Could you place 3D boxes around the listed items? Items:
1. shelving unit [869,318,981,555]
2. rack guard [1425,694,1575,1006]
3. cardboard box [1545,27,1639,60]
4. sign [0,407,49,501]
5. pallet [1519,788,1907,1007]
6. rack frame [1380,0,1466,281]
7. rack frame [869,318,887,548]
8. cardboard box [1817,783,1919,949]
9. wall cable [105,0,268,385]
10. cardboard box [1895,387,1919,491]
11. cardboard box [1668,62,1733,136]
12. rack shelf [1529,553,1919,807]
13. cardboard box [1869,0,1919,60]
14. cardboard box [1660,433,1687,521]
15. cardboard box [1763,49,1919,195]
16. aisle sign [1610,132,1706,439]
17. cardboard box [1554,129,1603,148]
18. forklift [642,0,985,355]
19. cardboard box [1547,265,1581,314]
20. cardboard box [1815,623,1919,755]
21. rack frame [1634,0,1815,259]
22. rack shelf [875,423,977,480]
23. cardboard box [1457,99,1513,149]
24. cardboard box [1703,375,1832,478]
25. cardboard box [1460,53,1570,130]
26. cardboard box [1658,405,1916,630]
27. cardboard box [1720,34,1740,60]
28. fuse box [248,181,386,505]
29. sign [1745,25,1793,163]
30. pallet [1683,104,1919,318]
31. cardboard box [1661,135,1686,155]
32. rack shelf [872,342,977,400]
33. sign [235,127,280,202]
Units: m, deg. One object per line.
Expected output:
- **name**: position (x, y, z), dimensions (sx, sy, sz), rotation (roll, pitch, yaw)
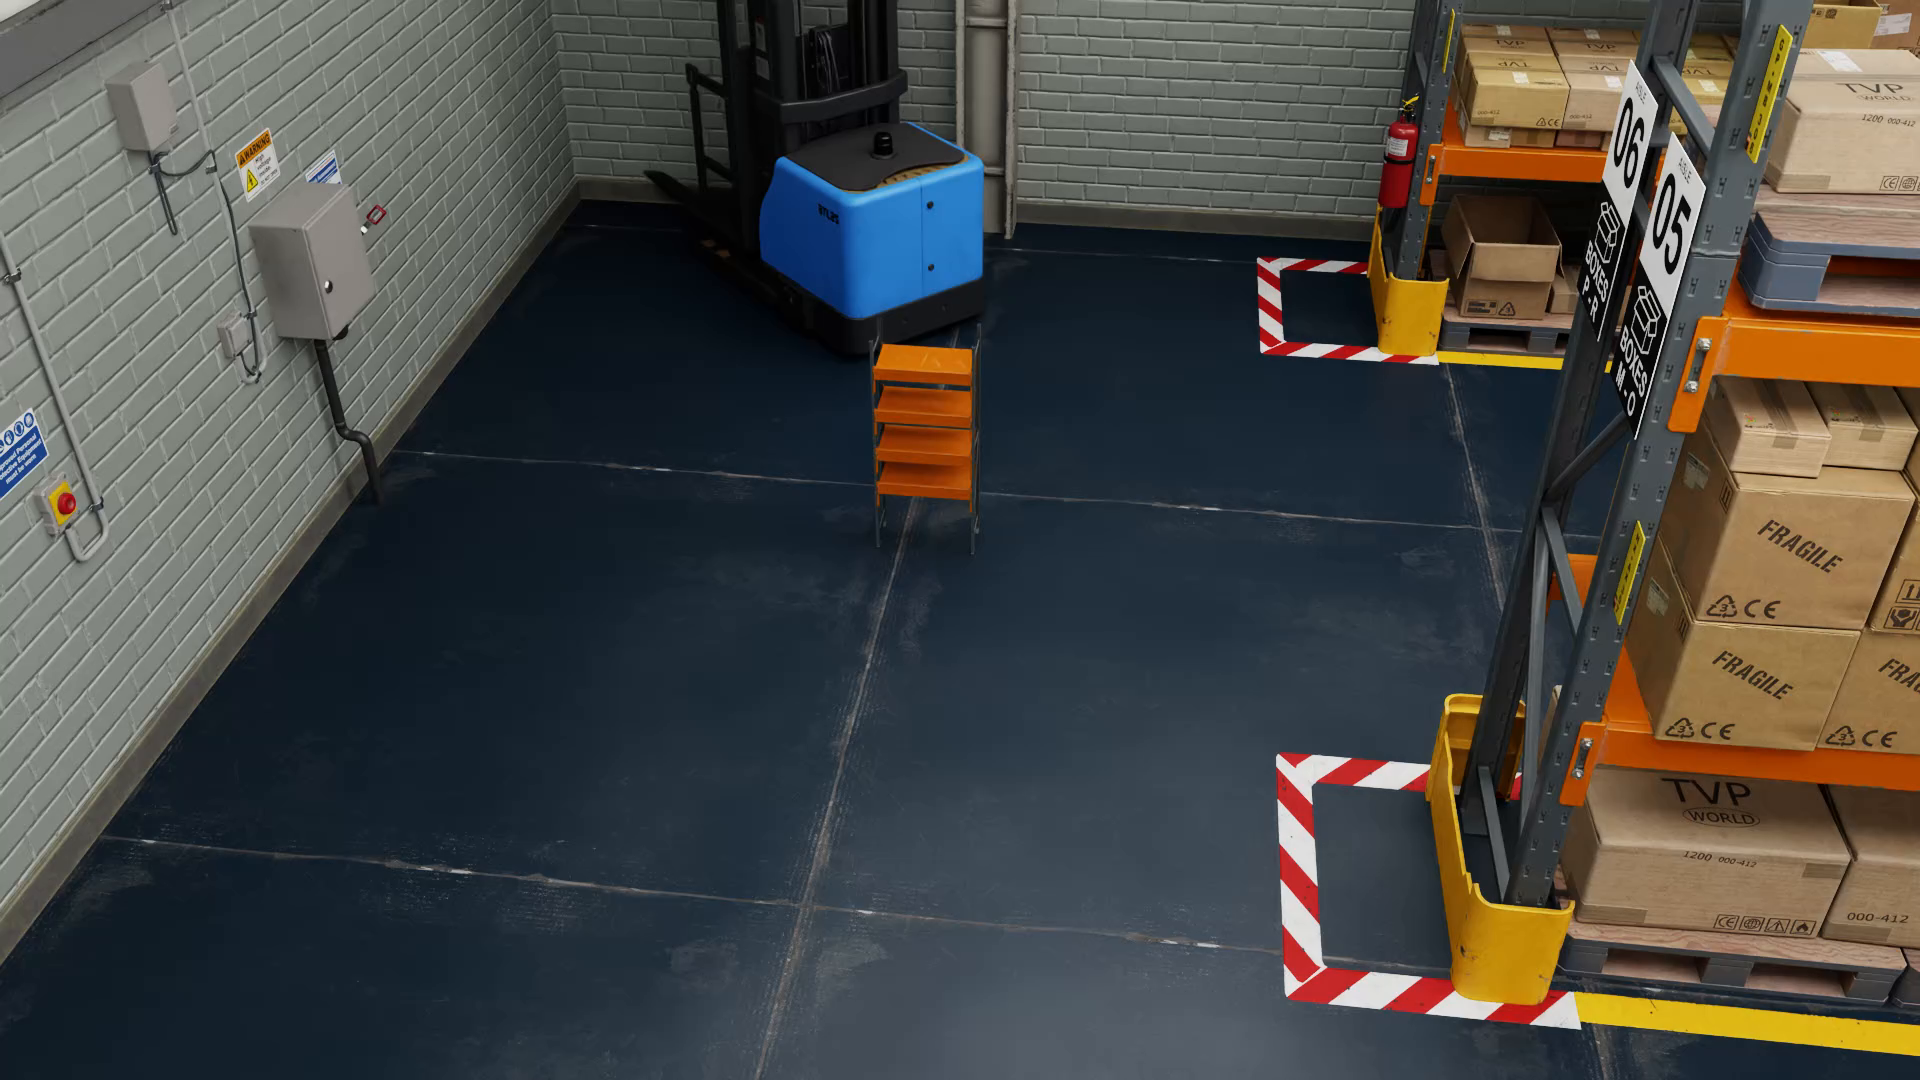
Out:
- **shelving unit**: position (-0.164, -0.501, 8.276), dimensions (0.503, 1.200, 0.258), rotation (4, 36, 6)
- **rack guard**: position (2.091, 1.183, 6.519), dimensions (0.348, 0.500, 1.175), rotation (4, 36, 6)
- **cardboard box**: position (3.745, -2.833, 9.868), dimensions (0.500, 0.250, 0.500), rotation (4, 36, 6)
- **sign**: position (-3.548, -0.323, 6.245), dimensions (0.001, 0.218, 0.327), rotation (4, 36, 6)
- **pallet**: position (2.918, 1.316, 6.581), dimensions (1.213, 0.211, 1.003), rotation (4, 36, 6)
- **rack frame**: position (2.743, -2.693, 9.798), dimensions (0.127, 3.000, 1.000), rotation (4, 36, 6)
- **rack frame**: position (-0.406, -0.519, 8.301), dimensions (0.015, 1.200, 0.240), rotation (4, 36, 6)
- **cardboard box**: position (3.691, 1.093, 6.337), dimensions (0.875, 0.438, 0.875), rotation (5, 36, 7)
- **wall cable**: position (-3.312, -1.468, 7.207), dimensions (0.122, 1.984, 0.588), rotation (4, 36, 6)
- **cardboard box**: position (2.944, -0.295, 4.933), dimensions (0.250, 0.149, 0.380), rotation (5, 36, 7)
- **cardboard box**: position (4.162, -2.491, 9.389), dimensions (0.500, 0.250, 0.500), rotation (4, 36, 5)
- **rack shelf**: position (4.098, 0.608, 5.792), dimensions (4.000, 0.370, 1.077), rotation (4, 36, 6)
- **cardboard box**: position (5.267, -3.026, 9.492), dimensions (0.500, 0.500, 0.500), rotation (3, 36, 5)
- **cardboard box**: position (2.623, -0.382, 5.613), dimensions (0.500, 0.500, 0.500), rotation (5, 36, 8)
- **cardboard box**: position (2.573, -1.223, 4.838), dimensions (0.500, 0.250, 0.500), rotation (1, 36, 2)
- **aisle sign**: position (2.006, -0.729, 4.809), dimensions (0.004, 0.787, 0.394), rotation (4, 36, 6)
- **cardboard box**: position (3.558, -2.417, 9.627), dimensions (0.250, 0.149, 0.380), rotation (4, 36, 5)
- **forklift**: position (-1.130, -3.115, 10.448), dimensions (1.130, 2.935, 3.031), rotation (-24, 42, -29)
- **cardboard box**: position (3.754, -1.550, 10.289), dimensions (0.250, 0.149, 0.380), rotation (3, 36, 4)
- **cardboard box**: position (3.060, 0.349, 5.450), dimensions (0.500, 0.500, 0.500), rotation (4, 36, 5)
- **rack frame**: position (2.115, -2.275, 4.048), dimensions (0.127, 3.000, 1.000), rotation (4, 36, 6)
- **rack shelf**: position (-0.164, -0.446, 8.315), dimensions (0.480, 0.148, 0.258), rotation (4, 36, 6)
- **cardboard box**: position (3.034, -2.408, 9.616), dimensions (0.250, 0.149, 0.380), rotation (4, 36, 6)
- **cardboard box**: position (2.432, -0.359, 5.022), dimensions (0.250, 0.149, 0.380), rotation (5, 36, 7)
- **cardboard box**: position (3.159, -2.564, 9.491), dimensions (0.500, 0.250, 0.500), rotation (4, 36, 6)
- **cardboard box**: position (2.555, -0.081, 5.191), dimensions (0.500, 0.500, 0.500), rotation (4, 36, 5)
- **cardboard box**: position (4.754, -2.755, 9.758), dimensions (0.500, 0.250, 0.500), rotation (4, 36, 6)
- **fuse box**: position (-3.069, -0.912, 8.411), dimensions (0.414, 1.711, 0.539), rotation (4, 36, 6)
- **sign**: position (2.038, -1.122, 4.195), dimensions (0.005, 0.325, 0.100), rotation (4, 36, 6)
- **pallet**: position (2.852, -0.969, 4.876), dimensions (1.213, 0.211, 1.003), rotation (4, 36, 6)
- **cardboard box**: position (4.065, -2.346, 9.529), dimensions (0.250, 0.149, 0.380), rotation (5, 36, 7)
- **rack shelf**: position (-0.164, -0.820, 8.047), dimensions (0.480, 0.148, 0.258), rotation (4, 36, 6)
- **sign**: position (-3.281, -1.756, 7.774), dimensions (0.001, 0.242, 0.339), rotation (4, 36, 6)
